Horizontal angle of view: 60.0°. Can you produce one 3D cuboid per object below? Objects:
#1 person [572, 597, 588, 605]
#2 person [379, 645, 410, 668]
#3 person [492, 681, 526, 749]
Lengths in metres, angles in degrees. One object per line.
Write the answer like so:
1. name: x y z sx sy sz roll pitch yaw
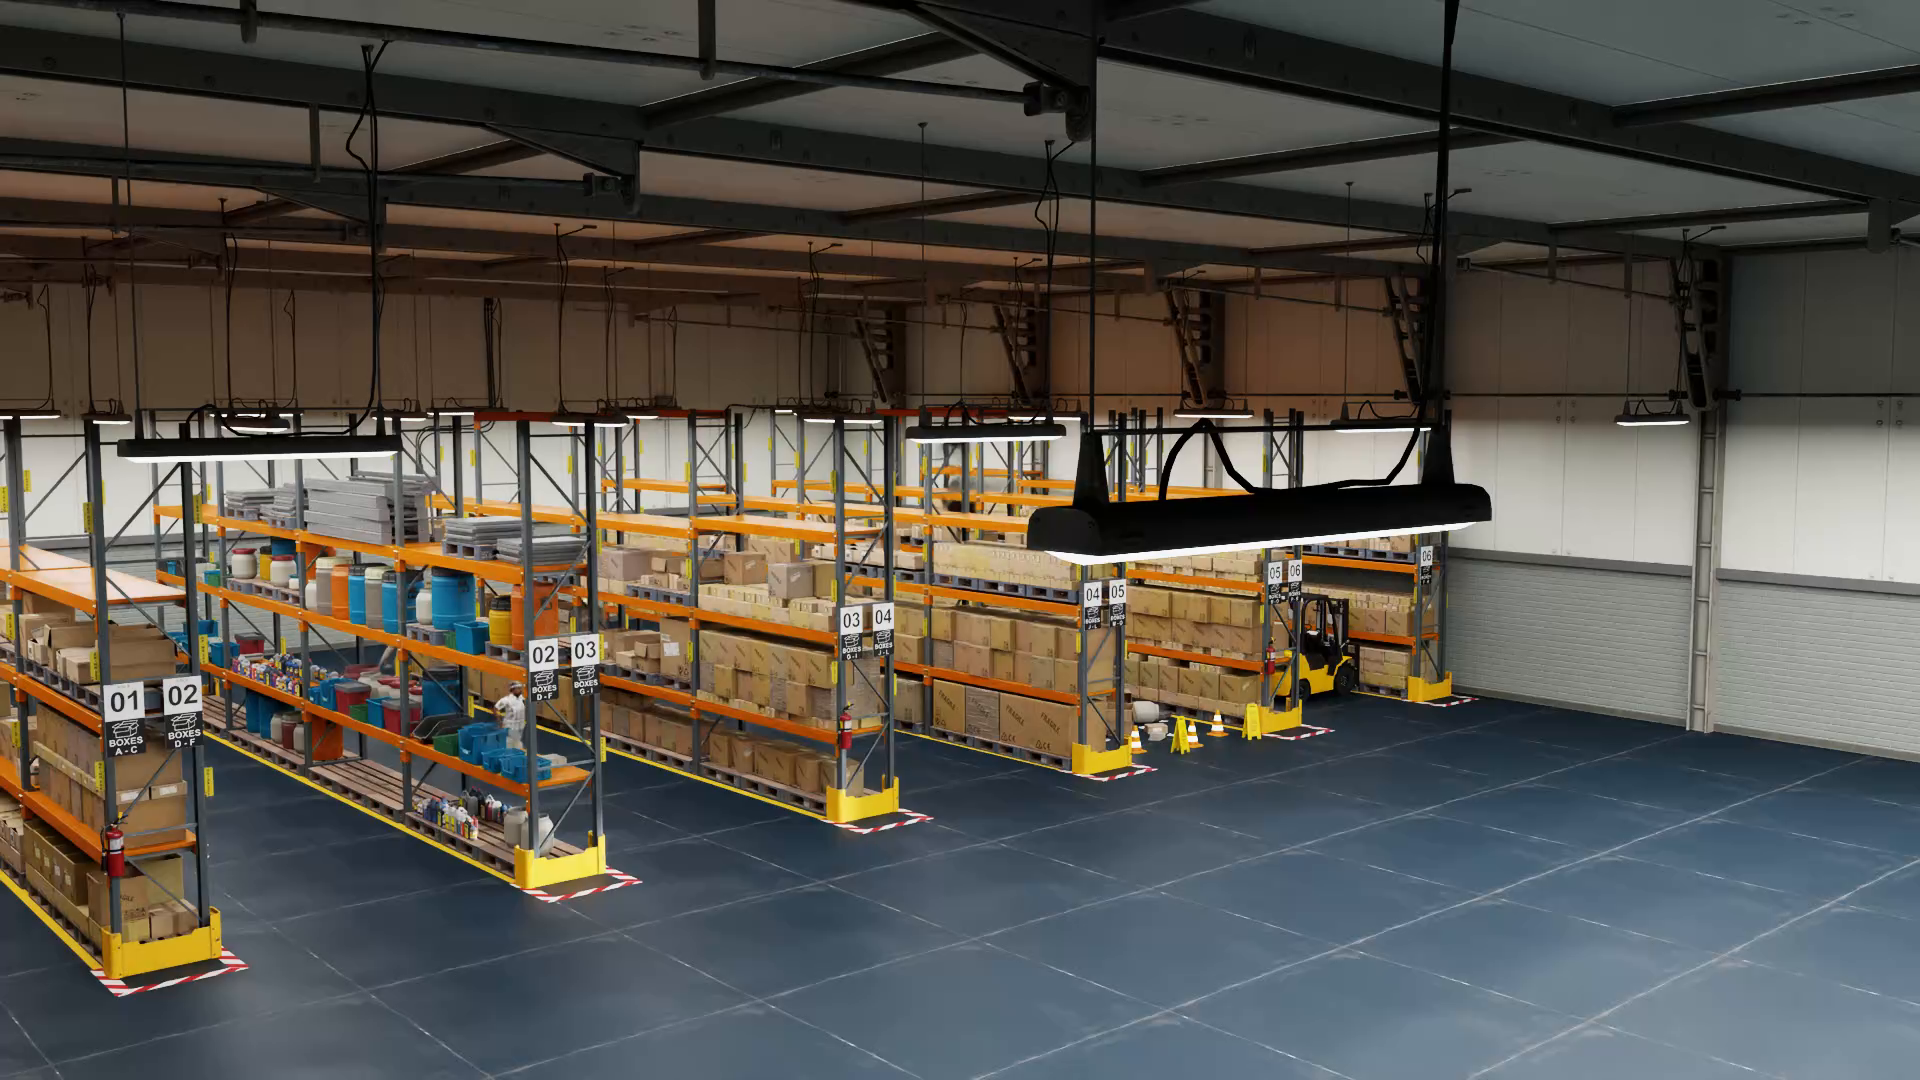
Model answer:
1. person: -9.241 1.981 40.421 0.563 1.705 0.709 2 5 21
2. person: -12.891 2.159 38.019 0.739 1.795 0.697 -2 6 -25
3. person: -7.277 3.126 27.165 0.778 1.729 0.575 3 6 28
